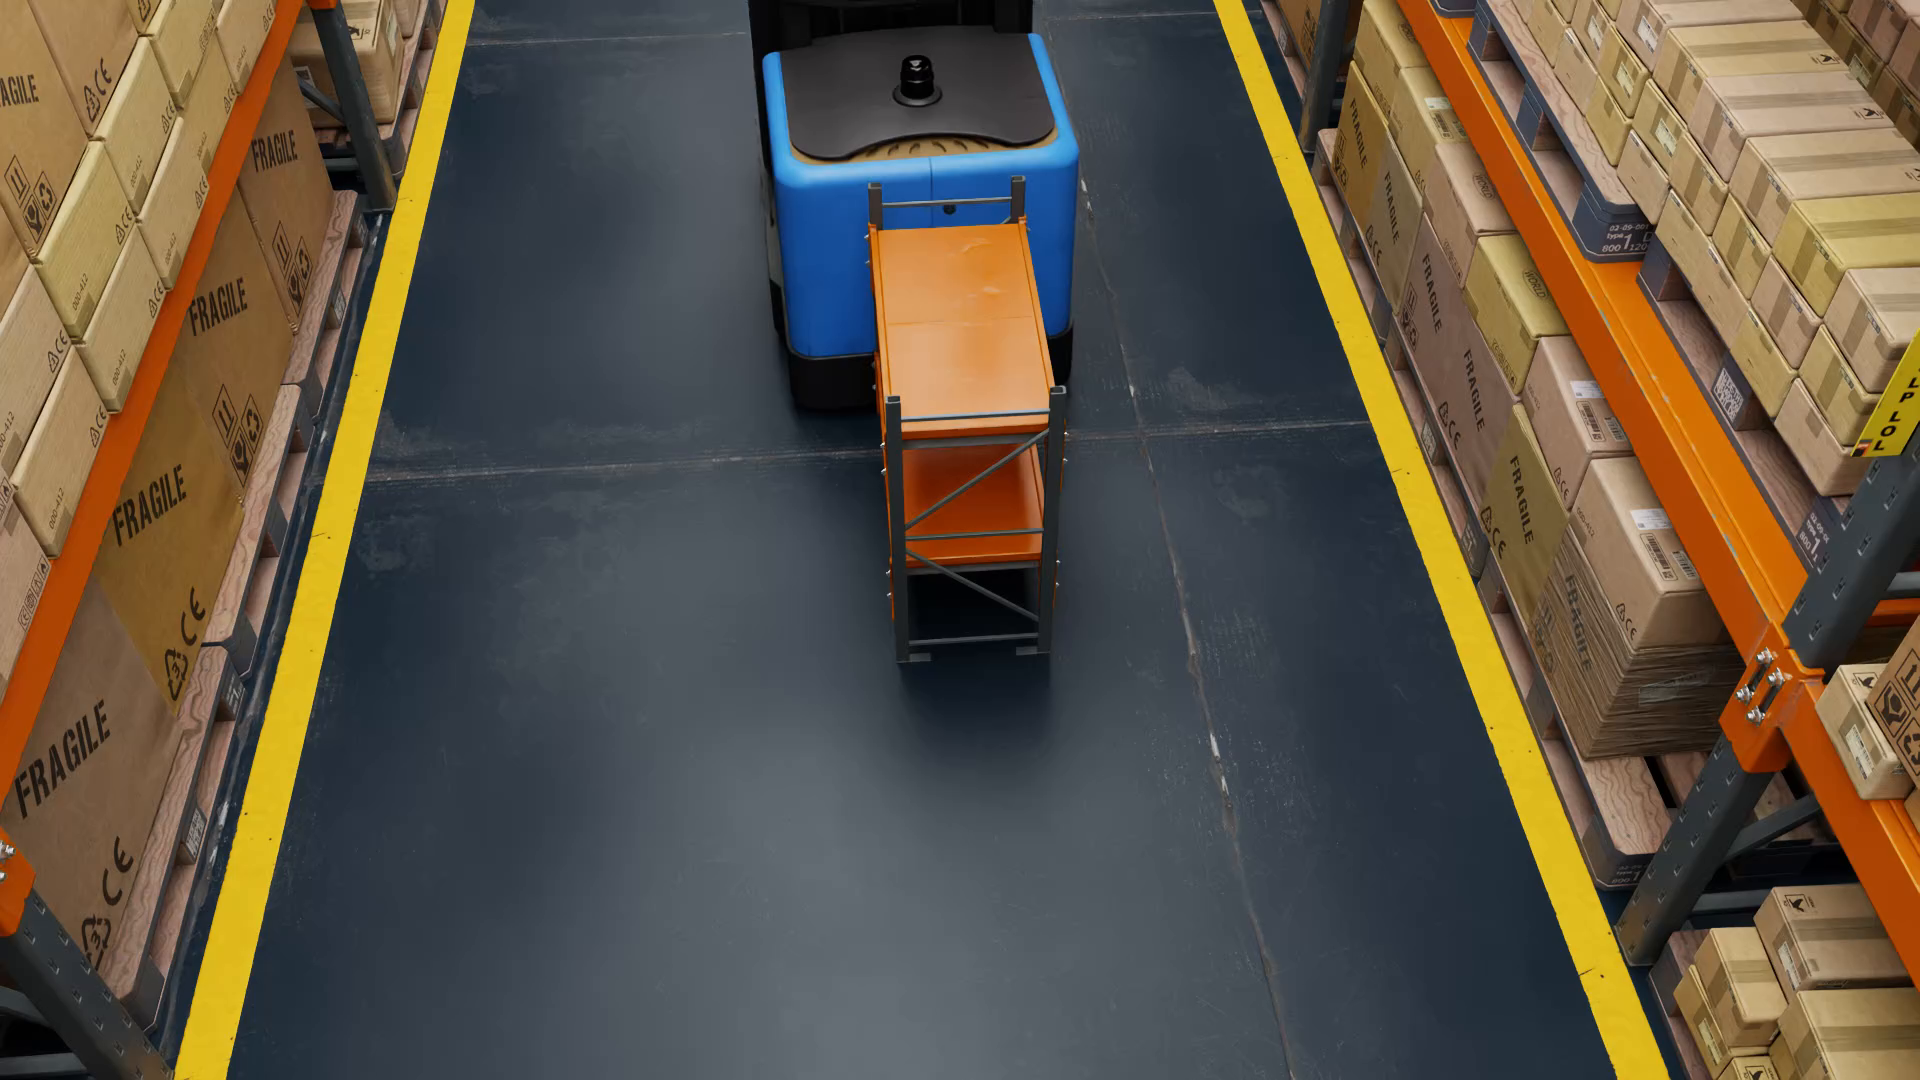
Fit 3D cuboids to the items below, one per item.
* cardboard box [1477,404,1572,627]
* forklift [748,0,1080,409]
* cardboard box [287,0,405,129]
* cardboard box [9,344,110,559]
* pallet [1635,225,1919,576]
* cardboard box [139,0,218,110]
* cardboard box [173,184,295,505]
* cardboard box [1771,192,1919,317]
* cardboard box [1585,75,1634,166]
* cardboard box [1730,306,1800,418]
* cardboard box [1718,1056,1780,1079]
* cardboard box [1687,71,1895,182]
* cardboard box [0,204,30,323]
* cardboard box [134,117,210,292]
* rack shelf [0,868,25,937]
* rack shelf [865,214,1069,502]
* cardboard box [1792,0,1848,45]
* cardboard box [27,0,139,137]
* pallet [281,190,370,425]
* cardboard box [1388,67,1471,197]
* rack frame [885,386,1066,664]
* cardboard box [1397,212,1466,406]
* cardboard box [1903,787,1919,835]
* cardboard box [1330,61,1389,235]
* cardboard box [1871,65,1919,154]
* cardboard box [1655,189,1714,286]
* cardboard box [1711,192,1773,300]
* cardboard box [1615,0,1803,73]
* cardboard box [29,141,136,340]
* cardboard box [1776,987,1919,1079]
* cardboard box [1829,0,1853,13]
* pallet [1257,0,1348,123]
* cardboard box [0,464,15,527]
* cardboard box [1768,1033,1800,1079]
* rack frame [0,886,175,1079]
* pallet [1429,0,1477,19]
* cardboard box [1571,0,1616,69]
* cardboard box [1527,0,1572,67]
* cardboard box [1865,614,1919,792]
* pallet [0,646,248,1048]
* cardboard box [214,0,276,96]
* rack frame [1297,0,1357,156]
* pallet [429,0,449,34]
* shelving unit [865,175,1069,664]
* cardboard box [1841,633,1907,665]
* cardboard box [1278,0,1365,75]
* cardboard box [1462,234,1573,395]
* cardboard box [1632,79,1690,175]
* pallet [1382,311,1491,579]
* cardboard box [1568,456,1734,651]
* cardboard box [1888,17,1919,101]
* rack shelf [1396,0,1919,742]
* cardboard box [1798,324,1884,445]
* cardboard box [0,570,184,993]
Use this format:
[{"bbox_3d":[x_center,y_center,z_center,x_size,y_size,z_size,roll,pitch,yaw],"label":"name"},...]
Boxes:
[{"bbox_3d":[1.995,-0.092,5.204,0.500,0.500,0.500,-4,47,-4],"label":"cardboard box"},{"bbox_3d":[-0.299,-2.569,6.164,1.130,2.935,3.031,-6,47,-5],"label":"forklift"},{"bbox_3d":[-2.946,-2.086,7.180,0.950,0.372,0.625,-6,47,-6],"label":"cardboard box"},{"bbox_3d":[-2.393,-0.199,3.976,0.500,0.250,0.500,-5,47,-4],"label":"cardboard box"},{"bbox_3d":[2.431,-0.412,4.206,1.003,0.211,1.213,-3,47,-3],"label":"pallet"},{"bbox_3d":[-2.505,-1.481,4.846,0.500,0.250,0.500,-5,47,-4],"label":"cardboard box"},{"bbox_3d":[-2.863,-0.699,5.521,0.875,0.875,0.875,-3,47,-3],"label":"cardboard box"},{"bbox_3d":[2.099,-0.651,3.775,0.380,0.149,0.250,-5,47,-4],"label":"cardboard box"},{"bbox_3d":[2.007,-1.192,4.696,0.380,0.149,0.250,-2,47,-2],"label":"cardboard box"},{"bbox_3d":[2.097,-0.437,3.982,0.380,0.149,0.250,-3,47,-3],"label":"cardboard box"},{"bbox_3d":[2.083,1.395,4.037,0.380,0.149,0.250,-2,47,-2],"label":"cardboard box"},{"bbox_3d":[2.057,-1.028,4.132,0.380,0.149,0.250,-4,47,-3],"label":"cardboard box"},{"bbox_3d":[-2.395,-0.622,3.516,0.500,0.500,0.500,-4,47,-4],"label":"cardboard box"},{"bbox_3d":[-2.452,-0.933,4.671,0.500,0.250,0.500,-4,47,-4],"label":"cardboard box"},{"bbox_3d":[-2.407,2.152,2.141,1.077,0.370,4.000,-3,47,-3],"label":"rack shelf"},{"bbox_3d":[0.001,-0.583,5.124,0.538,0.278,1.000,-3,47,-3],"label":"rack shelf"},{"bbox_3d":[2.643,-1.521,4.803,0.380,0.149,0.250,-4,47,-4],"label":"cardboard box"},{"bbox_3d":[-2.484,-1.359,4.214,0.500,0.500,0.500,-4,47,-4],"label":"cardboard box"},{"bbox_3d":[-2.918,-0.902,6.459,1.003,0.211,1.213,-3,47,-3],"label":"pallet"},{"bbox_3d":[1.874,-1.472,5.994,0.500,0.250,0.500,-4,47,-4],"label":"cardboard box"},{"bbox_3d":[0.043,-0.014,4.989,0.500,1.125,0.032,-3,47,-3],"label":"rack frame"},{"bbox_3d":[1.914,-0.833,5.905,0.500,0.500,0.500,-5,47,-4],"label":"cardboard box"},{"bbox_3d":[2.143,0.578,3.310,0.380,0.149,0.250,-2,47,-2],"label":"cardboard box"},{"bbox_3d":[1.820,-1.568,6.601,0.500,0.500,0.500,-5,47,-5],"label":"cardboard box"},{"bbox_3d":[2.683,-1.146,4.449,0.380,0.149,0.250,-2,47,-2],"label":"cardboard box"},{"bbox_3d":[2.058,-0.799,4.325,0.380,0.149,0.250,-6,47,-5],"label":"cardboard box"},{"bbox_3d":[2.079,-0.722,4.047,0.380,0.149,0.250,-2,47,-2],"label":"cardboard box"},{"bbox_3d":[2.014,-1.400,4.484,0.380,0.149,0.250,-5,47,-5],"label":"cardboard box"},{"bbox_3d":[-2.417,-0.740,4.144,0.500,0.250,0.500,-3,47,-3],"label":"cardboard box"},{"bbox_3d":[2.137,1.180,3.831,0.380,0.149,0.250,-1,47,-1],"label":"cardboard box"},{"bbox_3d":[2.640,-1.622,4.694,0.380,0.149,0.250,-2,47,-2],"label":"cardboard box"},{"bbox_3d":[2.024,-2.426,7.902,1.003,0.211,1.213,-3,47,-3],"label":"pallet"},{"bbox_3d":[-2.330,0.002,3.441,0.500,0.250,0.500,-5,47,-4],"label":"cardboard box"},{"bbox_3d":[2.172,1.277,3.944,0.380,0.149,0.250,-3,47,-3],"label":"cardboard box"},{"bbox_3d":[-2.574,0.458,3.250,1.000,3.000,0.127,-3,47,-3],"label":"rack frame"},{"bbox_3d":[2.181,-2.235,5.933,1.213,0.211,1.003,-3,47,-3],"label":"pallet"},{"bbox_3d":[1.991,-1.482,4.766,0.380,0.149,0.250,-2,47,-2],"label":"cardboard box"},{"bbox_3d":[1.965,-1.573,5.057,0.380,0.149,0.250,-3,47,-3],"label":"cardboard box"},{"bbox_3d":[2.141,0.321,3.106,0.500,0.500,0.500,-4,47,-4],"label":"cardboard box"},{"bbox_3d":[-2.714,0.863,4.787,1.003,0.211,1.213,-3,47,-3],"label":"pallet"},{"bbox_3d":[-2.549,-1.666,5.365,0.500,0.250,0.500,-3,47,-3],"label":"cardboard box"},{"bbox_3d":[2.015,-2.810,6.345,1.000,3.000,0.127,-3,47,-3],"label":"rack frame"},{"bbox_3d":[-3.072,-2.923,8.373,1.003,0.211,1.213,-3,47,-3],"label":"pallet"},{"bbox_3d":[0.001,-0.382,5.337,0.538,1.125,1.048,-3,47,-3],"label":"shelving unit"},{"bbox_3d":[2.553,0.248,4.881,0.500,0.500,0.500,-2,47,-2],"label":"cardboard box"},{"bbox_3d":[2.054,-2.627,7.432,1.050,0.750,0.750,-4,47,-4],"label":"cardboard box"},{"bbox_3d":[1.948,-0.736,5.297,0.500,0.250,0.500,-5,47,-5],"label":"cardboard box"},{"bbox_3d":[2.031,-1.108,4.413,0.380,0.149,0.250,-6,47,-5],"label":"cardboard box"},{"bbox_3d":[2.178,-0.405,5.988,1.003,0.211,1.213,-3,47,-3],"label":"pallet"},{"bbox_3d":[2.036,0.018,4.583,0.500,0.250,0.500,-5,47,-4],"label":"cardboard box"},{"bbox_3d":[2.687,-1.244,4.337,0.380,0.149,0.250,-4,47,-4],"label":"cardboard box"},{"bbox_3d":[2.183,-1.116,5.236,1.077,0.370,4.000,-3,47,-3],"label":"rack shelf"},{"bbox_3d":[2.120,-0.352,3.696,0.380,0.149,0.250,-2,47,-2],"label":"cardboard box"},{"bbox_3d":[-2.706,0.601,4.289,0.875,0.875,0.875,-2,47,-2],"label":"cardboard box"}]
